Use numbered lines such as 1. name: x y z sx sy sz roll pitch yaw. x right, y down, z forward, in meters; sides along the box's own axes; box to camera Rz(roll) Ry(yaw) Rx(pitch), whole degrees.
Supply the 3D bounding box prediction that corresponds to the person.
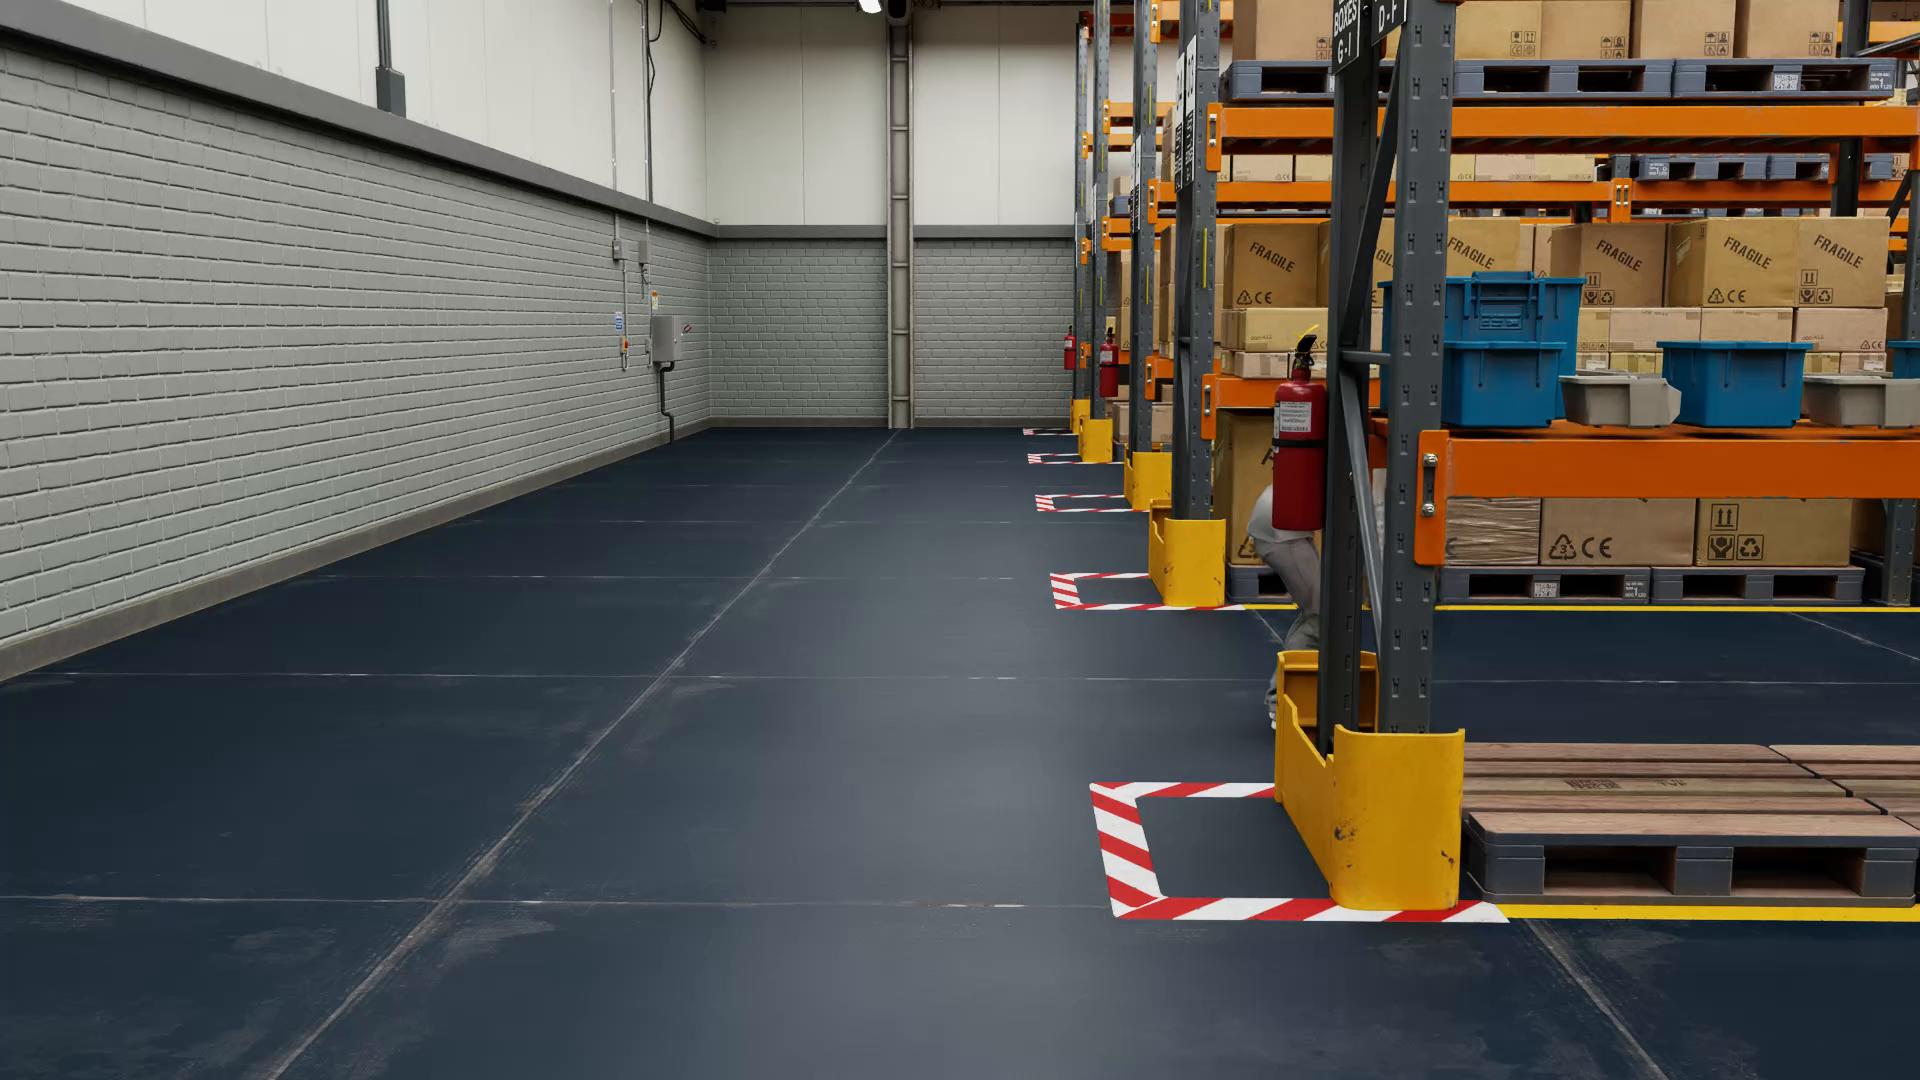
1. person: 1.520 0.127 6.551 0.782 1.289 0.382 2 8 14
